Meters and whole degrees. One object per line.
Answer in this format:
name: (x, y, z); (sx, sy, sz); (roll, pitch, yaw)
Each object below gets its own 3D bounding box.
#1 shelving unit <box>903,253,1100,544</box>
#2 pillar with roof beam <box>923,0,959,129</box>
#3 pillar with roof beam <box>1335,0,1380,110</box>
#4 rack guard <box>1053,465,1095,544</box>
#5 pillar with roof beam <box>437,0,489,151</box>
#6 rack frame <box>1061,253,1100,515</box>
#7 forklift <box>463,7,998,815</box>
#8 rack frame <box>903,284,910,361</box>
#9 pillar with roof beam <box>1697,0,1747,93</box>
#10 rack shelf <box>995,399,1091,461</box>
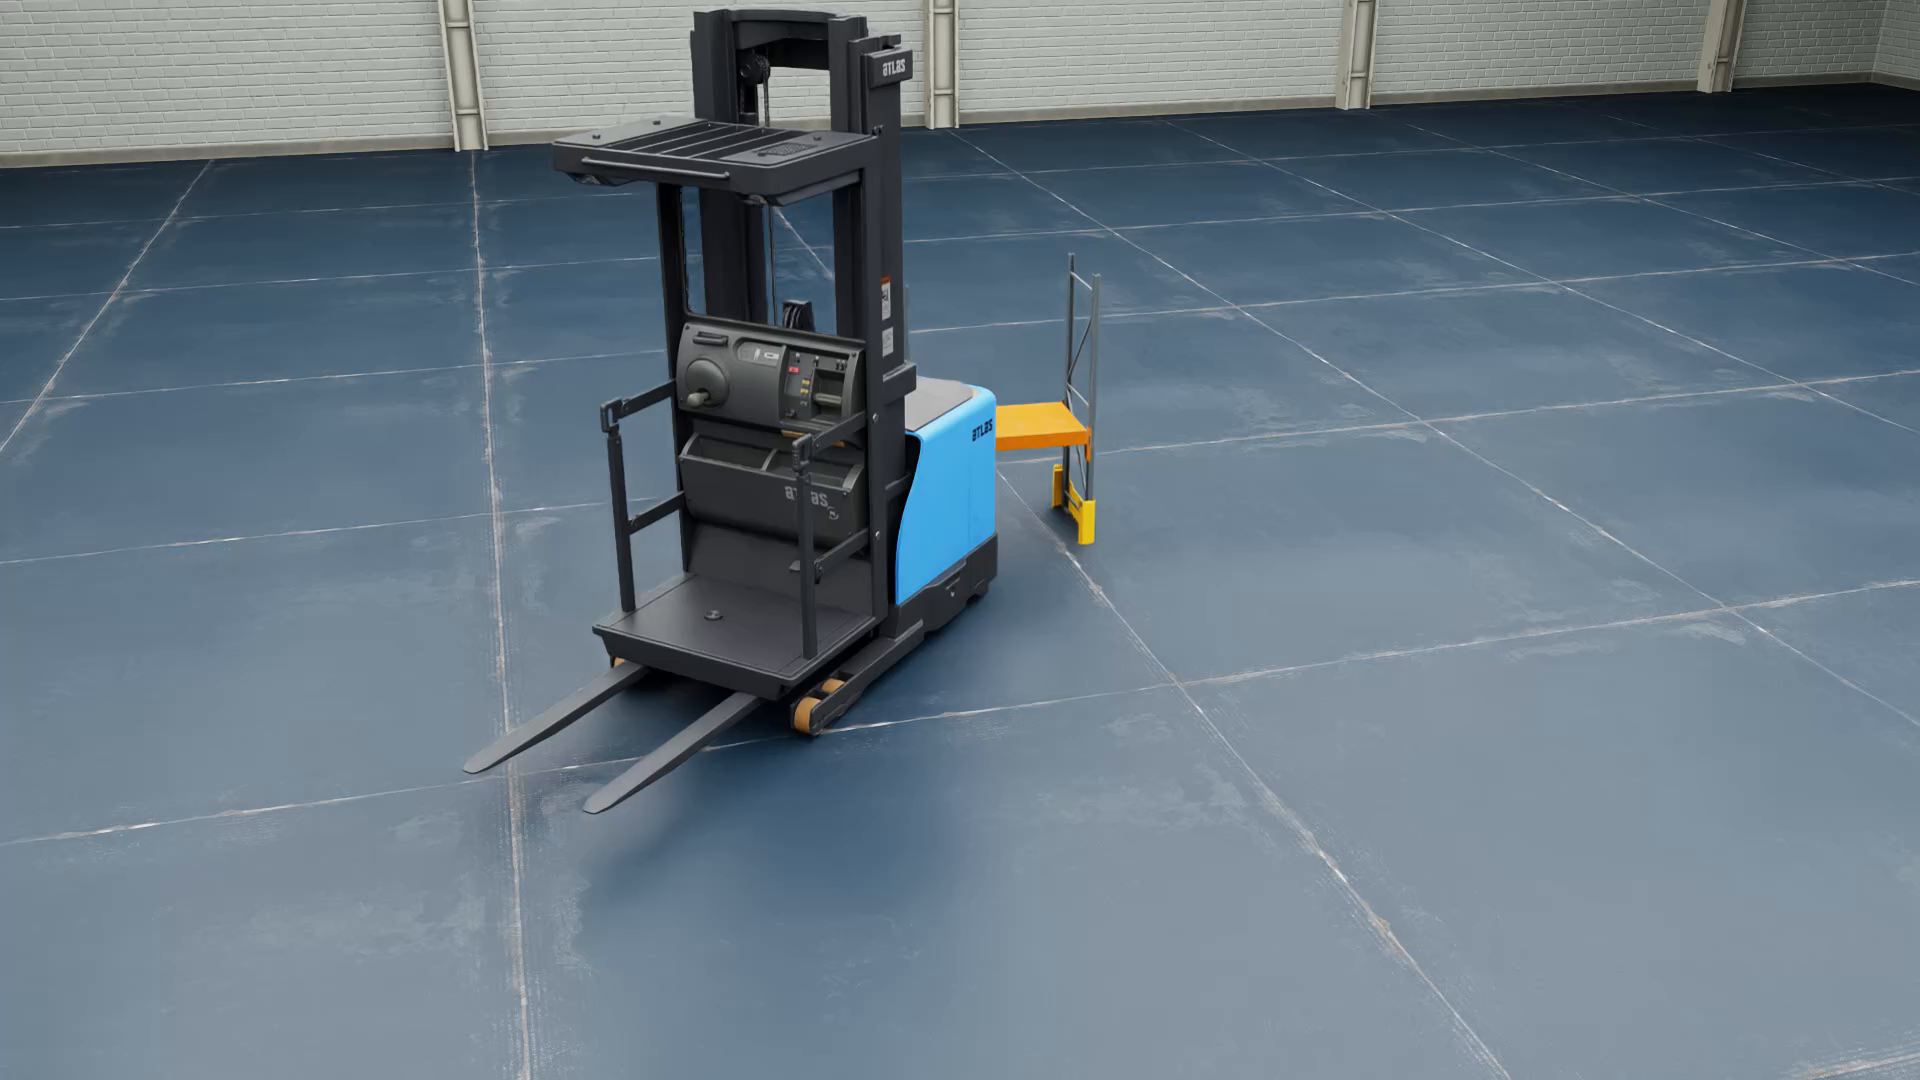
shelving unit: (0.156, -0.738, 9.068); (1.083, 1.500, 0.587); (-5, 24, -12)
pillar with roof beam: (0.921, -7.969, 16.410); (0.400, 9.000, 9.100); (-6, 24, -14)
pillar with roof beam: (6.698, -8.608, 17.900); (0.400, 9.000, 9.100); (-6, 24, -14)
rack guard: (0.642, -0.207, 9.416); (0.087, 0.250, 0.587); (-5, 24, -12)
pillar with roof beam: (-4.856, -7.330, 14.921); (0.400, 9.000, 9.100); (-6, 24, -14)
rack frame: (0.661, -0.784, 9.174); (0.032, 1.500, 0.500); (-5, 24, -12)
forklift: (-0.952, -0.696, 7.155); (1.130, 2.935, 3.031); (12, 26, 26)
rack frame: (-0.331, -0.694, 8.965); (0.032, 1.500, 0.500); (-5, 24, -12)
pillar with roof beam: (12.475, -9.247, 19.389); (0.400, 9.000, 9.100); (-6, 24, -14)
rack shelf: (0.165, -0.573, 9.141); (1.000, 0.185, 0.538); (-5, 24, -12)
